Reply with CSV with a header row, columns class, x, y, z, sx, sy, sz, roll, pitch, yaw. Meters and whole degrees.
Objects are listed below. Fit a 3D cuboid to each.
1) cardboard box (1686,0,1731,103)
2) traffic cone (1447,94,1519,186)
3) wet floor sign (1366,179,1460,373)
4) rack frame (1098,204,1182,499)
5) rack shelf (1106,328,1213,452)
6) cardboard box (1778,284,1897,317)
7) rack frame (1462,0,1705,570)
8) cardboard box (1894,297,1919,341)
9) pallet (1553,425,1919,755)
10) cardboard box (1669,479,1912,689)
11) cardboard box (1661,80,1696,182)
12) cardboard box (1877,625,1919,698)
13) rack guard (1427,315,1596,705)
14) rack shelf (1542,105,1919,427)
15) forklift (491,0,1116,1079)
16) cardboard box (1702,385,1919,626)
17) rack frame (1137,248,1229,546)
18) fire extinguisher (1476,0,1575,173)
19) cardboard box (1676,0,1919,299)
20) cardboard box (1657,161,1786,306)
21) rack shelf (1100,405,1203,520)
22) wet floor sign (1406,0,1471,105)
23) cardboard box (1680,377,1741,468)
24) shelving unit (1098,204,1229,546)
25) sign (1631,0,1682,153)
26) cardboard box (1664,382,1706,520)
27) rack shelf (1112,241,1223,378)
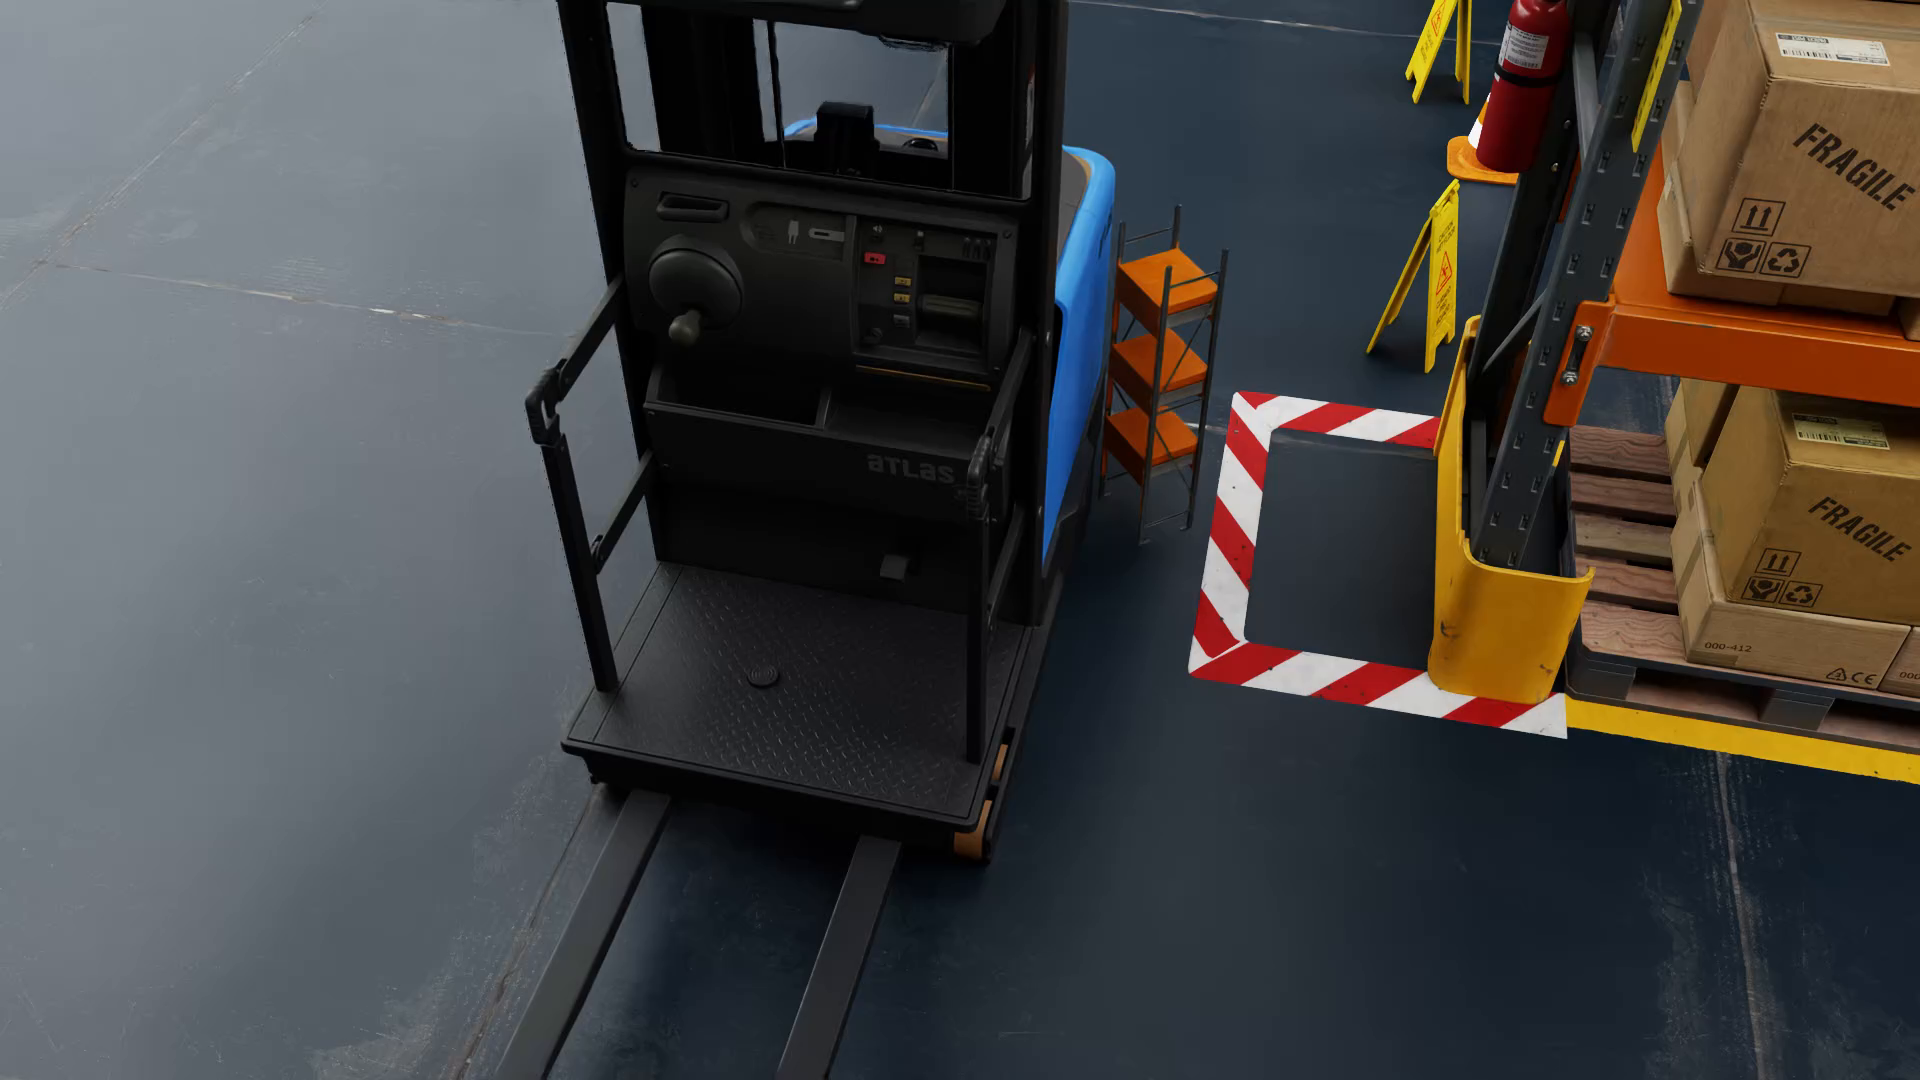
class,x,y,z,sx,sy,sz,roll,pitch,yaw
cardboard box,2.162,-1.280,4.130,0.500,0.500,0.500,8,44,8
traffic cone,2.184,-1.729,6.713,0.334,0.463,0.336,9,45,9
wet floor sign,1.621,-0.937,5.759,0.232,0.644,0.267,24,49,23
rack frame,0.539,-0.543,5.057,0.200,1.050,0.008,-19,47,-19
rack shelf,0.594,-0.460,4.986,0.215,0.259,0.240,-19,47,-19
cardboard box,2.108,-0.722,4.018,0.250,0.149,0.380,9,45,10
rack frame,1.573,-1.033,4.160,0.127,3.000,1.000,9,45,9
cardboard box,2.349,-0.627,3.920,0.250,0.149,0.380,8,44,8
pallet,2.432,0.130,4.962,1.213,0.211,1.003,9,45,9
cardboard box,2.299,0.116,4.646,0.500,0.250,0.500,8,45,9
cardboard box,1.984,-1.030,4.339,0.250,0.149,0.380,10,45,10
cardboard box,2.796,0.198,4.561,0.500,0.250,0.500,10,45,11
rack guard,1.647,-0.121,5.015,0.348,0.500,1.175,9,45,9
rack shelf,3.524,-0.471,4.095,4.000,0.370,1.077,9,45,9
forklift,-0.378,-0.516,3.673,1.130,2.935,3.031,10,45,10
cardboard box,2.323,-0.151,4.383,0.500,0.500,0.500,7,44,8
rack frame,0.648,-0.392,4.900,0.200,1.050,0.008,-19,47,-19
fire extinguisher,1.561,-1.334,4.529,0.183,0.674,0.296,9,45,9
cardboard box,1.974,-0.917,3.753,0.500,0.500,0.500,8,45,8
cardboard box,1.859,-0.751,4.048,0.250,0.149,0.380,9,45,9
rack shelf,0.594,-0.260,5.179,0.215,0.259,0.240,-19,47,-19
wet floor sign,2.094,-2.214,7.085,0.232,0.644,0.267,2,44,2
cardboard box,2.411,-0.519,4.765,0.500,0.500,0.500,9,45,9
shelving unit,0.594,-0.468,4.979,0.215,1.050,0.252,-19,47,-19
sign,1.454,-0.977,3.478,0.005,0.325,0.100,9,45,9
cardboard box,2.444,-0.249,5.026,0.500,0.250,0.500,9,45,9
rack shelf,0.594,-0.664,4.789,0.215,0.259,0.240,-19,47,-19
